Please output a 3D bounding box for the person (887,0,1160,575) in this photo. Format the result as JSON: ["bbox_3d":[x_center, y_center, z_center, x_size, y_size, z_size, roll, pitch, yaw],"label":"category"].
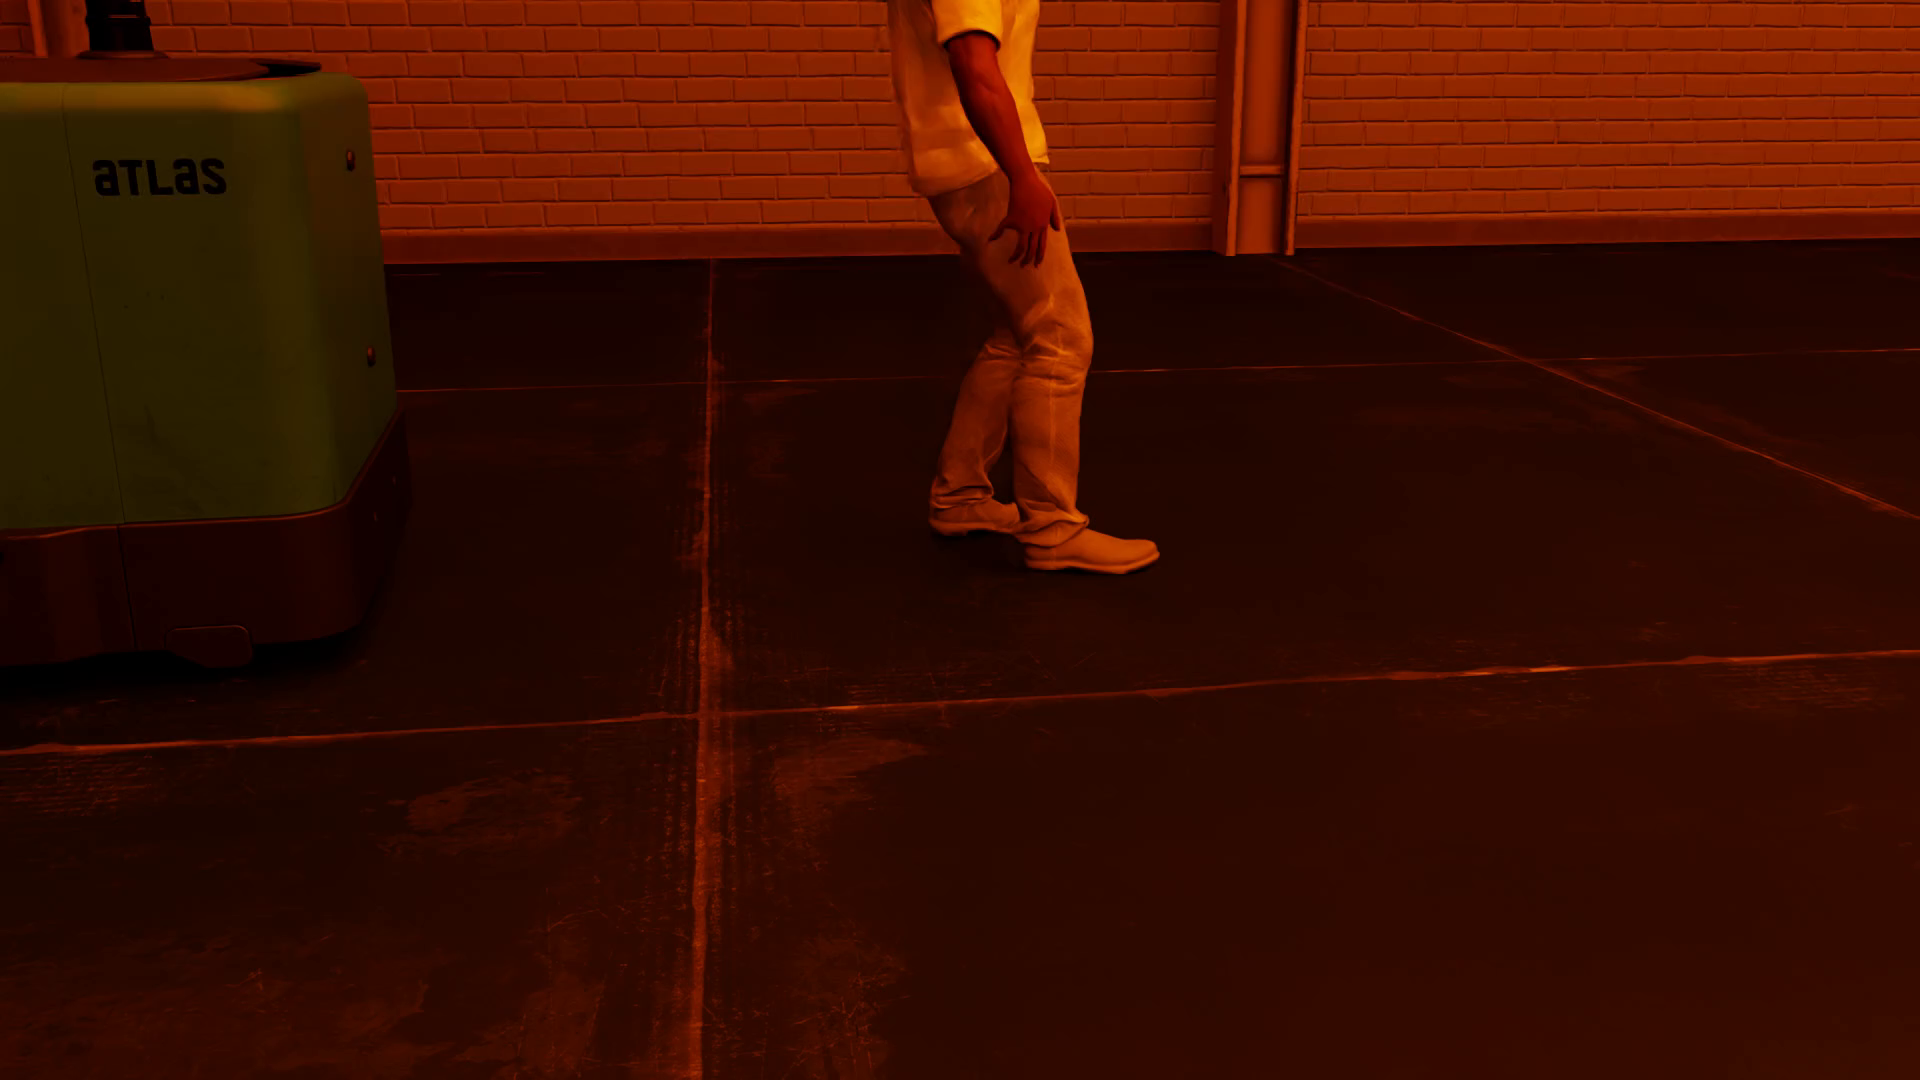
[{"bbox_3d":[0.131,-0.828,3.735,0.581,1.740,0.724,-2,17,-6],"label":"person"}]

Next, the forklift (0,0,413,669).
[{"bbox_3d":[-2.719,-1.215,2.917,3.031,2.935,1.130,-3,17,-11],"label":"forklift"}]
